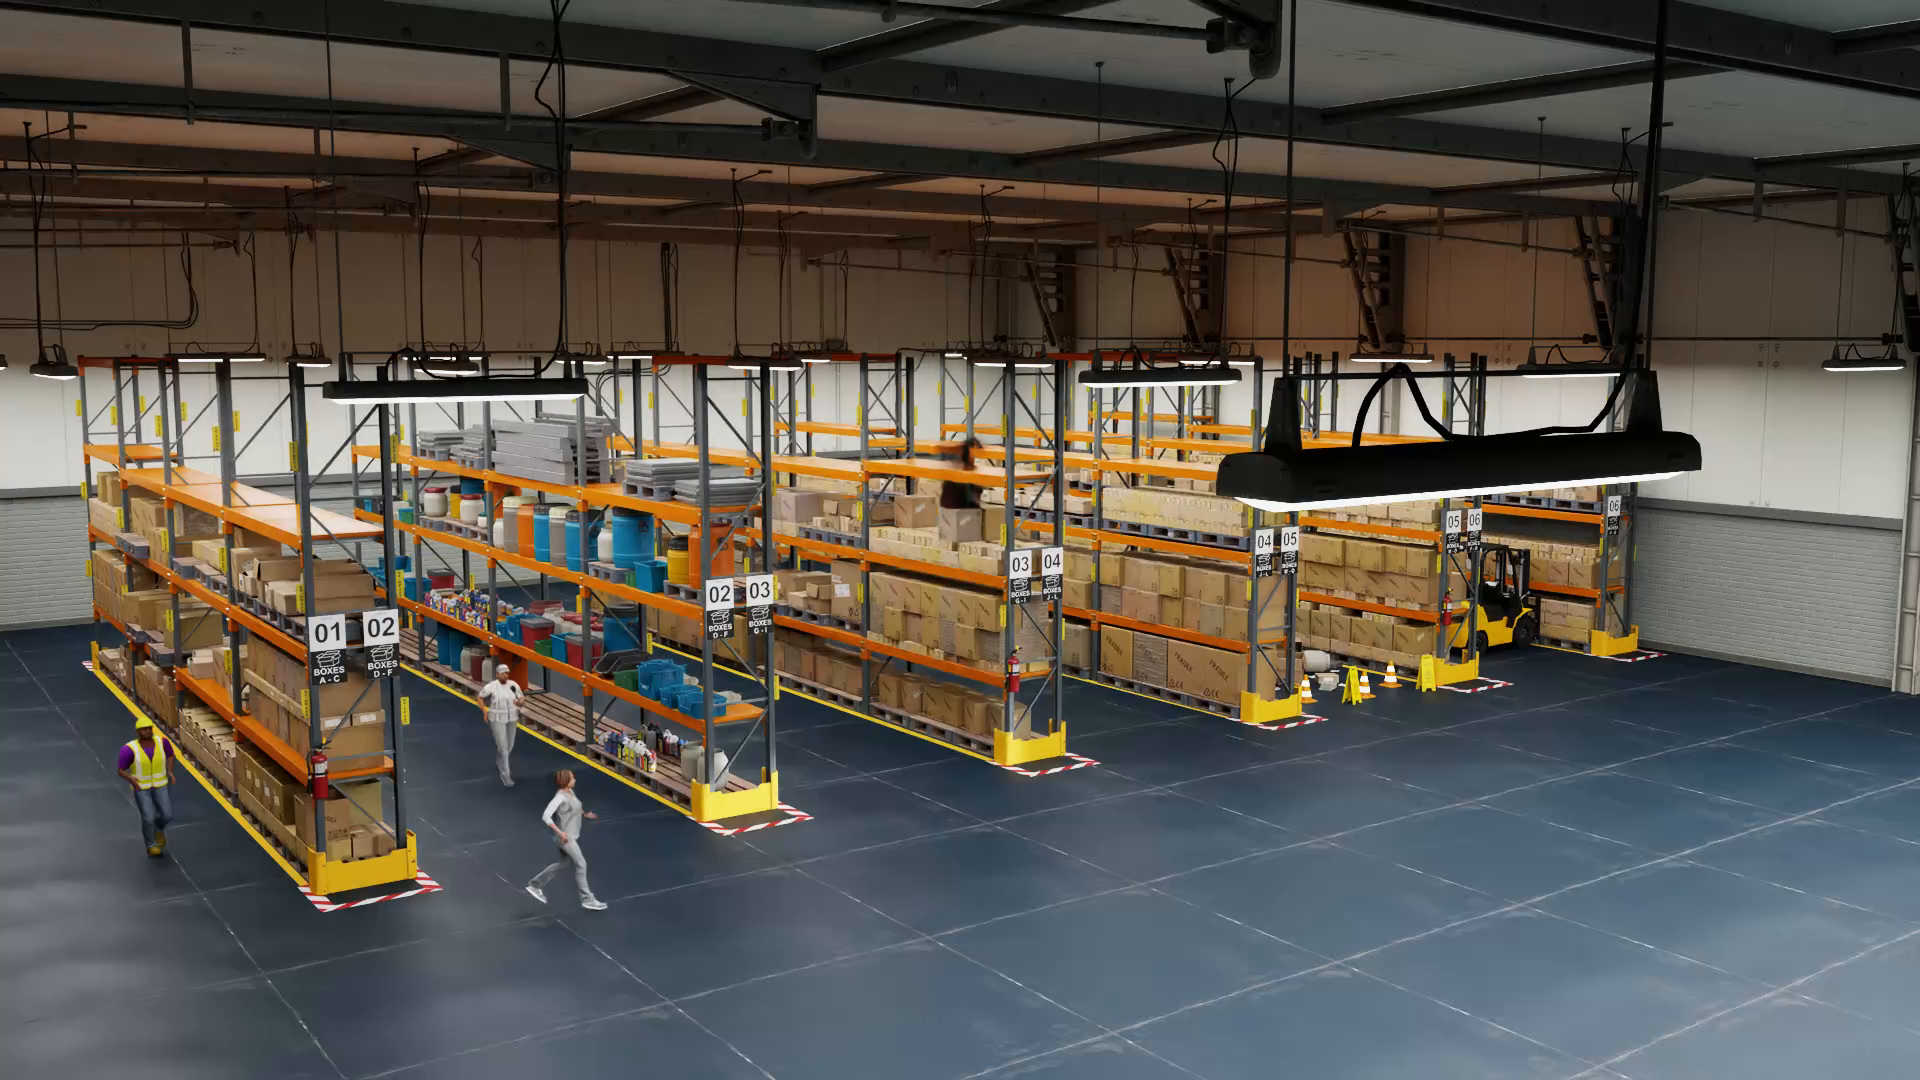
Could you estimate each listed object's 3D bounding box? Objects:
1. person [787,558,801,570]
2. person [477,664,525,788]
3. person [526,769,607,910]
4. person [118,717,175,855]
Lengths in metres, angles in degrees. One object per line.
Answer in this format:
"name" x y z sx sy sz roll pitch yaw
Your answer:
"person" -3.492 1.157 35.856 0.603 1.655 0.544 -6 9 -40
"person" -6.534 2.617 23.818 0.589 1.706 0.830 -6 9 -40
"person" -4.360 3.305 18.332 0.885 1.588 0.507 -1 7 -5
"person" -9.886 3.012 20.320 0.674 1.721 0.569 -6 9 -41
